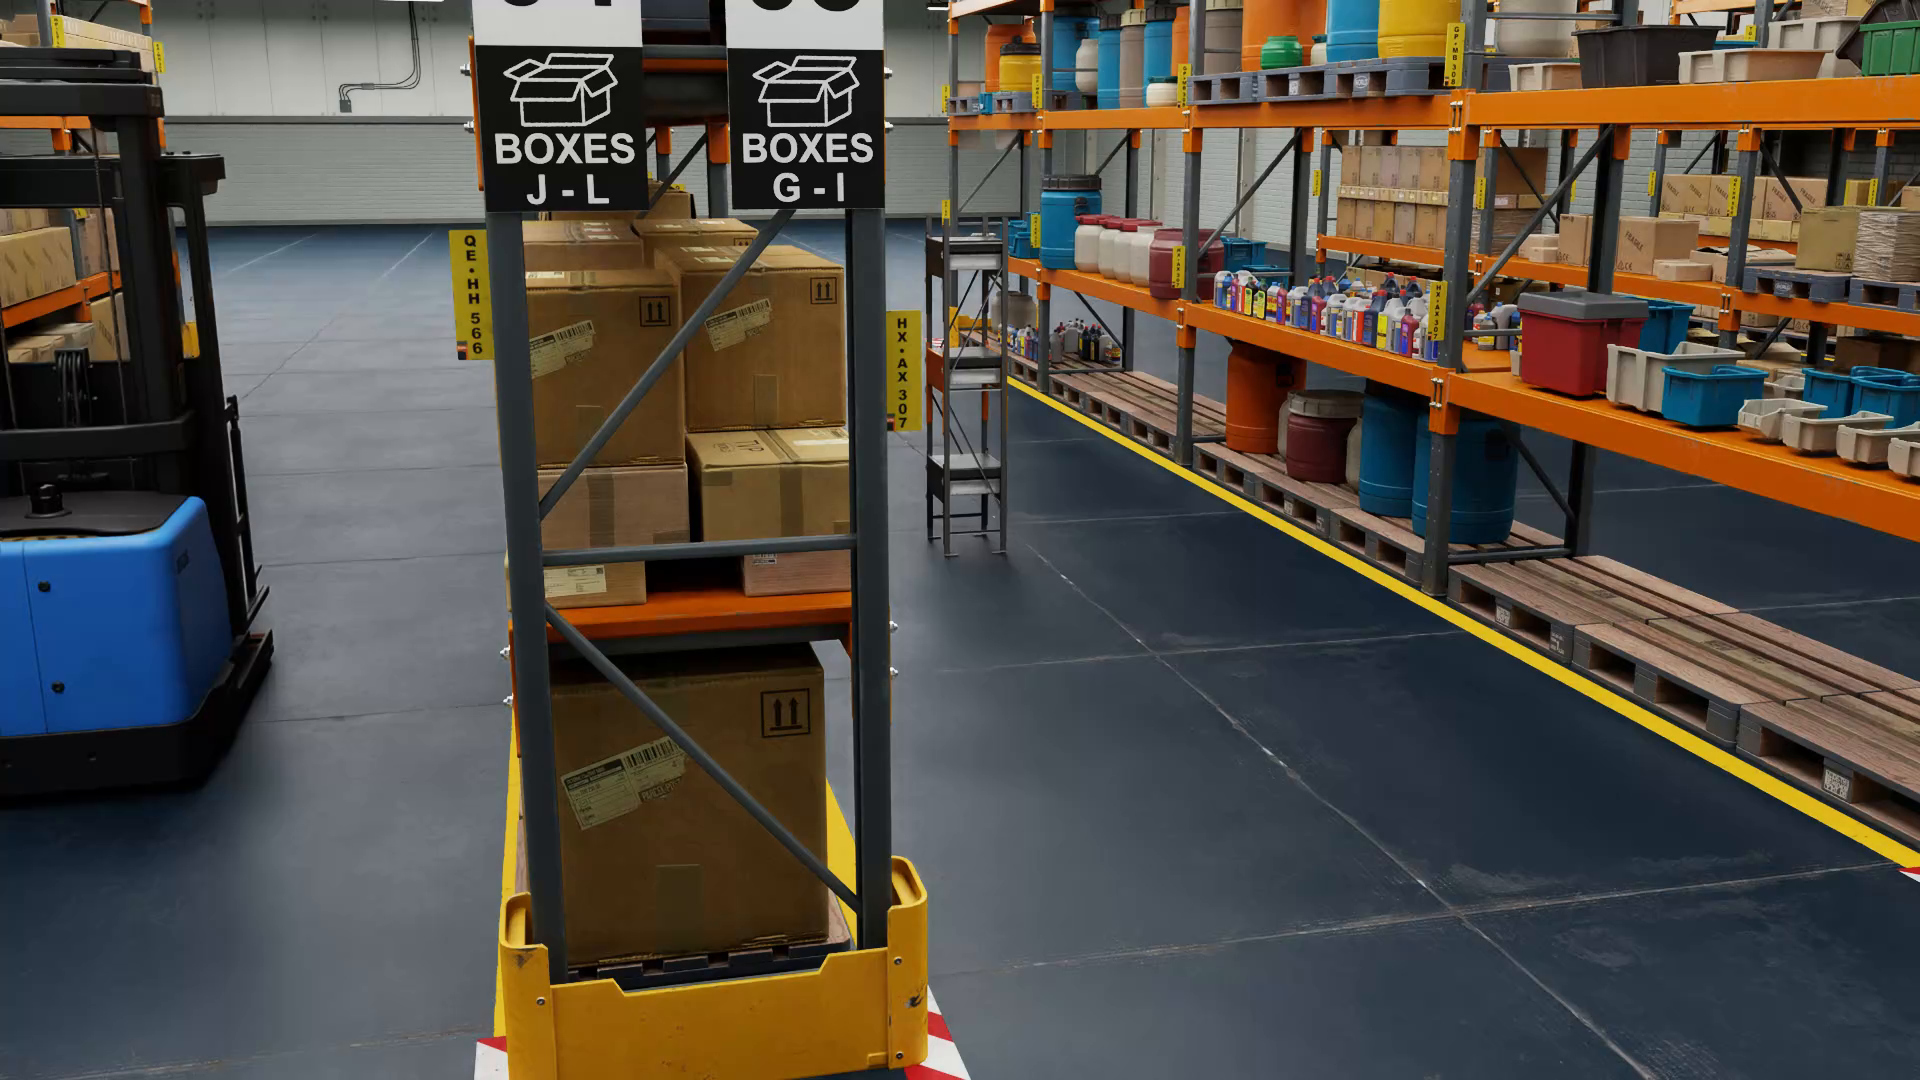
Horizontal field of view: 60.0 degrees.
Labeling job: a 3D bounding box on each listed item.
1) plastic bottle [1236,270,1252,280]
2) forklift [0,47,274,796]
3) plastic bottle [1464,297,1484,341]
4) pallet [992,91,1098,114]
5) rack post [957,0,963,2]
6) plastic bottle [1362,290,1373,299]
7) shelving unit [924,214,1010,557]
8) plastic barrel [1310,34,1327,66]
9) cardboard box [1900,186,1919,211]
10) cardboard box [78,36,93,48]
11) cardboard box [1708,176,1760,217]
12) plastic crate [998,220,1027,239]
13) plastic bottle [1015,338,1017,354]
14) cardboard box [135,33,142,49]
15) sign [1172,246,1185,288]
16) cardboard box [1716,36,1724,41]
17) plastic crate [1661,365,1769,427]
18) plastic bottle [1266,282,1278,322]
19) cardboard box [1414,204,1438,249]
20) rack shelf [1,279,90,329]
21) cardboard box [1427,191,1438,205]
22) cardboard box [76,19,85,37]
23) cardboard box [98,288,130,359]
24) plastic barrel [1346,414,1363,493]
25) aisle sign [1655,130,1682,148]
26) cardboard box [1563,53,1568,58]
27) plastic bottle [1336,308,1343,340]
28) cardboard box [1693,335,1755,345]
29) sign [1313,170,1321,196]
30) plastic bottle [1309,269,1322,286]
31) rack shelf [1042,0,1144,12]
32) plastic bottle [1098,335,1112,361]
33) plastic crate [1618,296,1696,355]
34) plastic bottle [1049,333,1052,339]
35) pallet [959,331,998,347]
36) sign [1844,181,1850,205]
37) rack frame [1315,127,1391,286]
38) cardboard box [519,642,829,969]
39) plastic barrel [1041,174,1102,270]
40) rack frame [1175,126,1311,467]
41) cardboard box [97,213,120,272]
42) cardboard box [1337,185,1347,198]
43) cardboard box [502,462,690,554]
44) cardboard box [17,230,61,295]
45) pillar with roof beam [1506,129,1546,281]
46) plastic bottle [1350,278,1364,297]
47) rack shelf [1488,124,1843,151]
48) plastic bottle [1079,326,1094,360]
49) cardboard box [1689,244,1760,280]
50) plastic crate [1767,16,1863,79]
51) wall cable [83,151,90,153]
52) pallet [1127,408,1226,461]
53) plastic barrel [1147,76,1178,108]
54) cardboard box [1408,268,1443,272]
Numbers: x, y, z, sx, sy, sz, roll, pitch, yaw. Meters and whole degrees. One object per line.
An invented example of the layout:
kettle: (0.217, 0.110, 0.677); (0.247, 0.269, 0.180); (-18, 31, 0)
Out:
plastic bottle: (2.177, -1.918, 12.719); (0.152, 0.276, 0.135); (-3, 14, -13)
forklift: (-3.940, -0.709, 7.654); (1.130, 2.935, 3.031); (-3, 14, -14)
plastic bottle: (3.301, -1.421, 10.671); (0.061, 0.283, 0.133); (-3, 14, -13)
pallet: (1.038, -4.537, 17.254); (1.213, 0.211, 1.003); (-3, 14, -13)
rack post: (0.416, -6.423, 19.310); (0.937, 0.300, 0.954); (-2, 14, -7)
plastic bottle: (2.952, -1.706, 12.008); (0.097, 0.201, 0.097); (0, 14, 0)
shelving unit: (0.039, -0.982, 10.522); (0.431, 2.100, 0.503); (-3, 14, -13)
plastic barrel: (2.636, -3.442, 11.783); (0.301, 0.262, 0.301); (0, 14, 0)
cardboard box: (11.018, -3.706, 18.637); (0.700, 0.500, 0.500); (-3, 14, -13)
cardboard box: (-8.320, -4.507, 15.329); (0.500, 0.250, 0.500); (-3, 14, -14)
cardboard box: (10.034, -4.425, 21.415); (0.500, 0.500, 0.500); (-4, 14, -15)
plastic crate: (0.771, -3.762, 20.319); (0.499, 0.251, 0.616); (-3, 14, -13)
plastic bottle: (0.661, -2.179, 18.497); (0.097, 0.201, 0.097); (0, 14, 0)
cardboard box: (-8.770, -5.203, 17.338); (0.380, 0.149, 0.250); (-3, 14, -12)
sign: (1.708, -2.135, 13.000); (0.100, 0.325, 0.005); (-3, 14, -13)
cardboard box: (9.916, -6.266, 21.573); (0.500, 0.500, 0.500); (-3, 14, -14)
plastic crate: (3.389, -0.649, 7.491); (0.416, 0.233, 0.300); (-3, 14, -13)
plastic bottle: (2.224, -1.688, 11.788); (0.097, 0.271, 0.097); (0, 14, 0)
cardboard box: (5.763, -3.673, 19.432); (0.700, 0.500, 0.500); (-3, 14, -12)
rack shelf: (-7.888, -1.670, 12.959); (1.077, 0.370, 4.000); (-3, 14, -13)
cardboard box: (5.608, -3.935, 19.136); (0.380, 0.149, 0.250); (-3, 14, -13)
cardboard box: (-8.233, -4.676, 15.181); (0.380, 0.149, 0.250); (-3, 14, -14)
cardboard box: (-8.652, -2.010, 16.425); (0.875, 0.875, 0.875); (-3, 14, -13)
plastic barrel: (2.858, -0.585, 11.360); (0.421, 0.512, 0.421); (0, 14, 0)
aisle sign: (9.684, -5.748, 22.657); (0.394, 0.787, 0.004); (-3, 14, -13)
cardboard box: (6.224, -5.094, 16.987); (0.500, 0.500, 0.500); (-3, 14, -13)
plastic bottle: (2.484, -1.398, 10.748); (0.097, 0.201, 0.097); (0, 14, 0)
cardboard box: (7.088, -1.761, 15.544); (0.500, 0.311, 0.500); (-4, 14, -15)
sign: (4.637, -4.638, 21.599); (0.100, 0.325, 0.005); (-3, 14, -13)
plastic bottle: (2.751, -1.961, 12.881); (0.061, 0.283, 0.133); (-3, 14, -13)
rack shelf: (1.772, -4.920, 14.461); (1.077, 0.370, 4.000); (-3, 14, -13)
plastic bottle: (1.551, -2.072, 17.900); (0.152, 0.276, 0.135); (-3, 14, -11)
plastic crate: (3.622, -1.098, 9.006); (0.392, 0.384, 0.575); (-3, 14, -13)
plastic bottle: (0.964, -2.092, 17.981); (0.152, 0.276, 0.135); (-3, 14, -13)
pallet: (0.612, -2.376, 20.207); (1.003, 0.211, 1.213); (-3, 14, -13)
sign: (7.582, -2.919, 14.283); (0.100, 0.325, 0.005); (-3, 14, -13)
rack frame: (5.178, -4.208, 21.832); (1.000, 3.000, 0.127); (-3, 14, -13)
cardboard box: (-0.922, 0.719, 5.256); (0.875, 0.875, 0.875); (-3, 14, -13)
plastic barrel: (1.098, -3.148, 16.435); (0.600, 0.901, 0.708); (-3, 14, -13)
rack frame: (2.241, -2.088, 13.152); (1.000, 3.000, 0.127); (-3, 14, -13)
cardboard box: (-8.619, -2.895, 16.141); (0.875, 0.550, 0.550); (-3, 14, -13)
cardboard box: (5.061, -4.470, 21.324); (0.380, 0.149, 0.250); (-3, 14, -14)
cardboard box: (-1.066, -0.135, 4.847); (0.500, 0.250, 0.500); (-4, 14, -14)
cardboard box: (-7.856, -2.308, 13.842); (0.500, 0.500, 0.500); (-3, 14, -14)
pillar with roof beam: (5.404, -8.431, 26.474); (9.100, 9.000, 0.400); (-3, 14, -13)
plastic bottle: (2.906, -1.785, 12.184); (0.097, 0.271, 0.097); (0, 14, 0)
rack shelf: (6.587, -3.932, 15.896); (1.077, 0.370, 4.000); (-3, 14, -13)
plastic bottle: (1.376, -2.139, 18.015); (0.144, 0.351, 0.185); (-3, 14, -13)
cardboard box: (7.035, -2.537, 15.178); (0.500, 0.311, 0.500); (-3, 14, -14)
plastic crate: (3.900, -2.170, 7.419); (0.437, 0.282, 0.530); (-3, 14, -13)
wall cable: (-26.073, -11.696, 46.384); (3.097, 2.526, 0.112); (-3, 14, -13)
pallet: (2.097, -0.914, 14.223); (1.003, 0.211, 1.213); (-3, 14, -13)
plastic barrel: (1.716, -3.758, 13.960); (0.301, 0.262, 0.301); (0, 14, 0)
cardboard box: (5.843, -3.104, 20.640); (0.500, 0.500, 0.500); (-3, 14, -13)
